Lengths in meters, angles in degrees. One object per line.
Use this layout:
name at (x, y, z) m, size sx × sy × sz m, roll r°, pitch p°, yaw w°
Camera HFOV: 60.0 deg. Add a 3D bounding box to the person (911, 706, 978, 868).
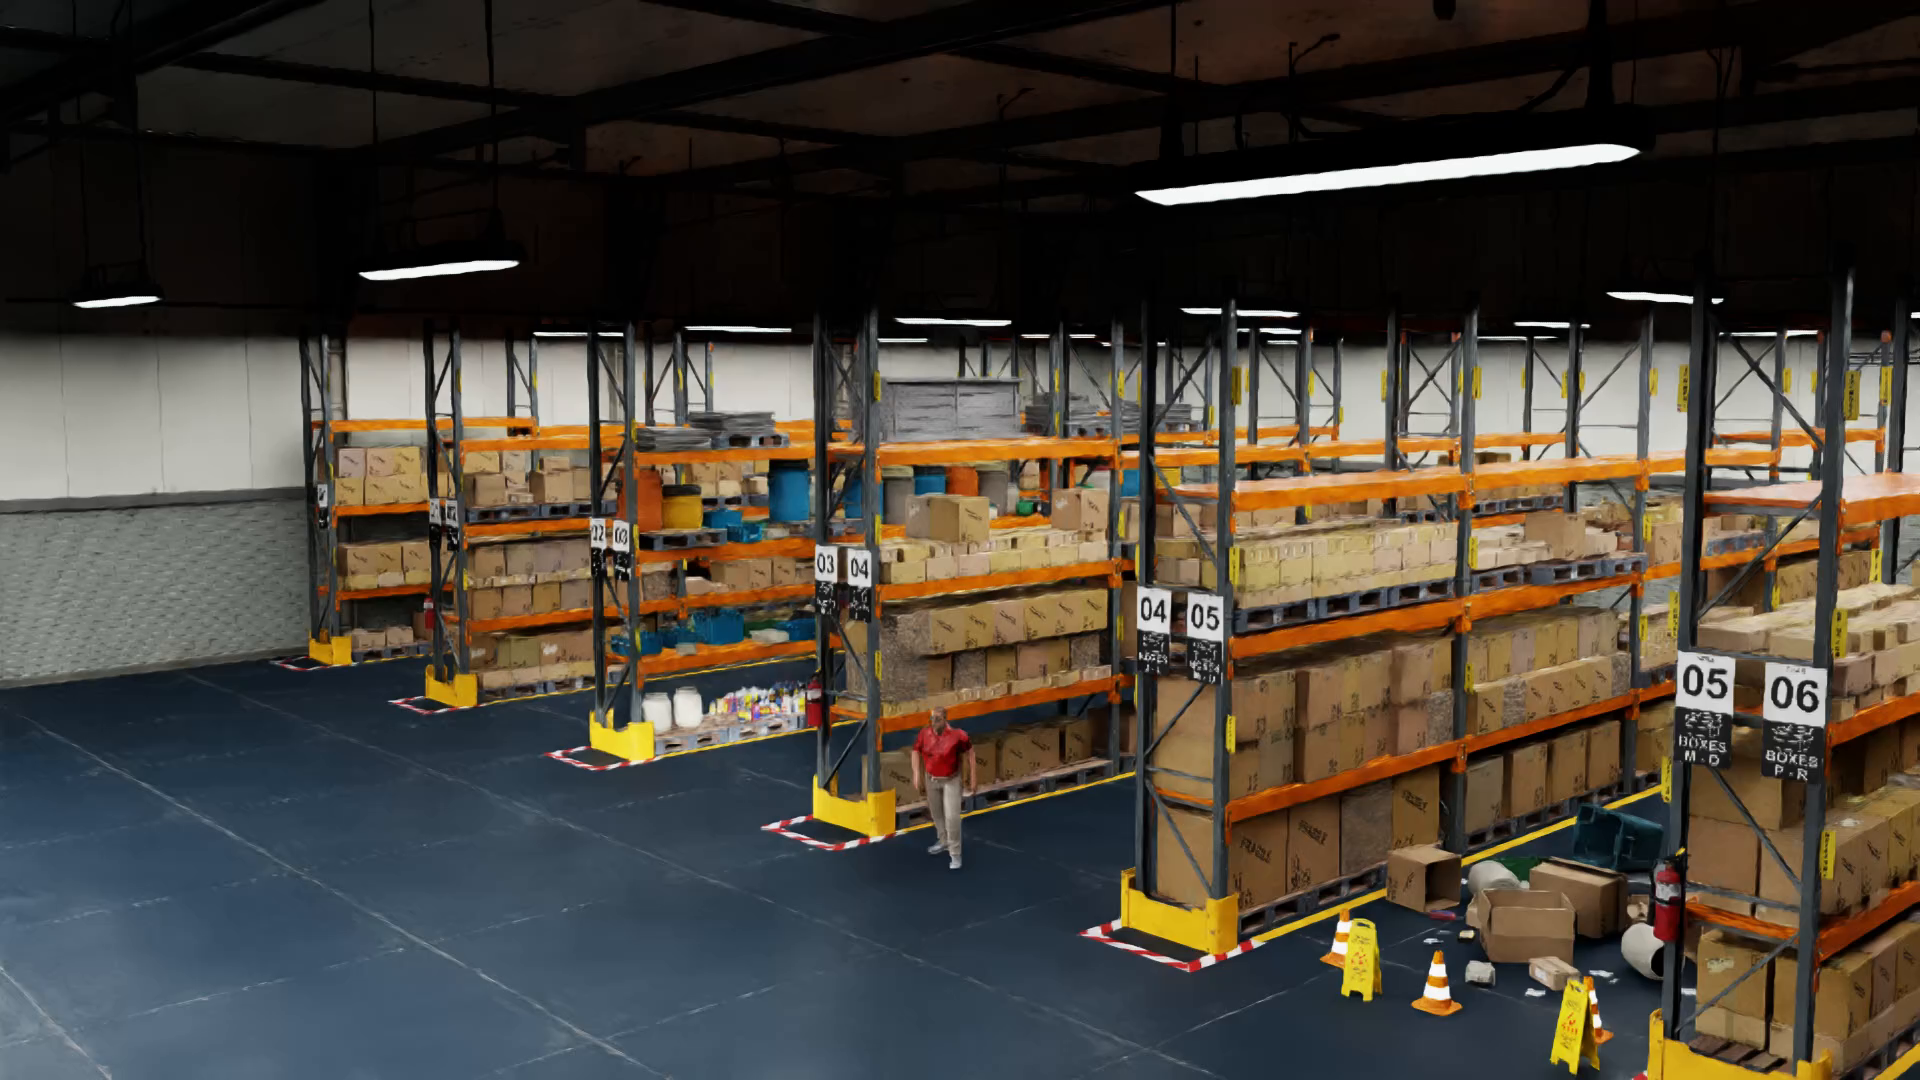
person at (-0.166, 2.558, 17.580) m, size 0.679 × 1.672 × 0.768 m, roll 3°, pitch 6°, yaw 26°
